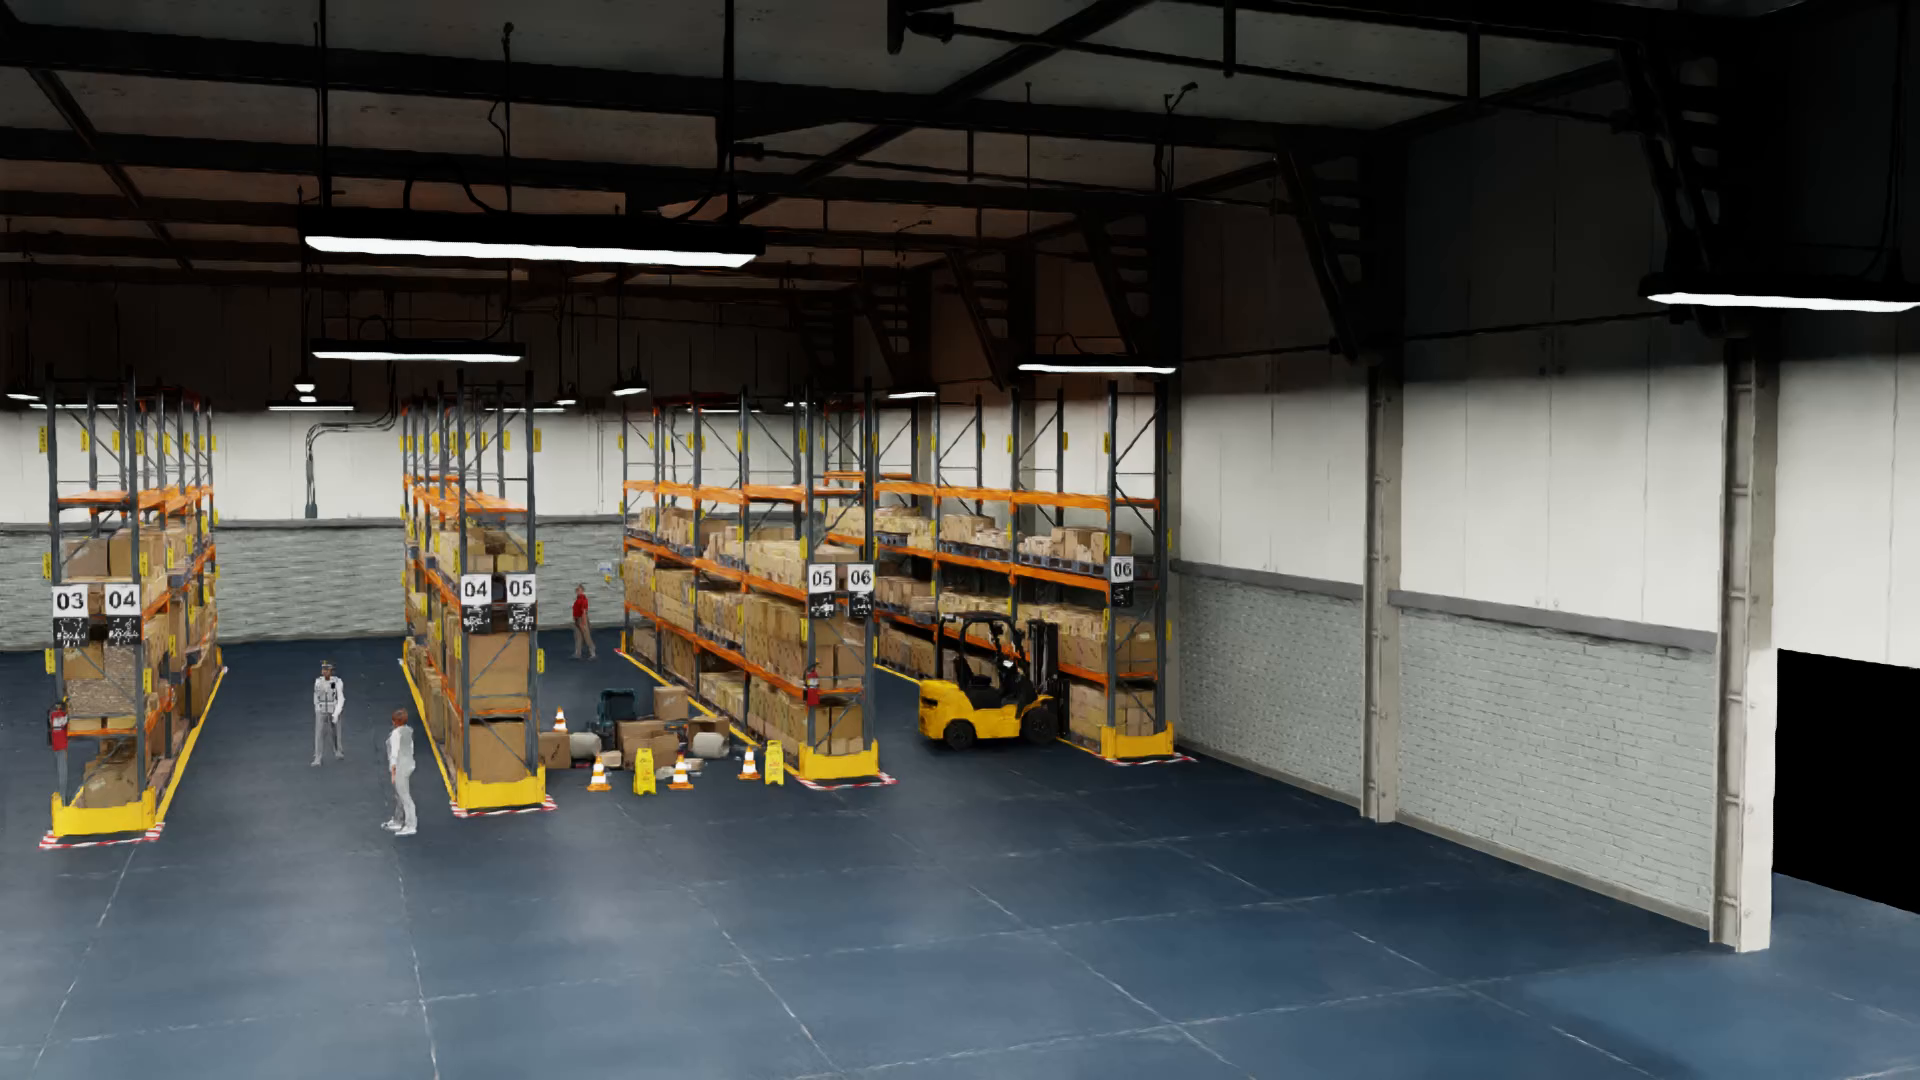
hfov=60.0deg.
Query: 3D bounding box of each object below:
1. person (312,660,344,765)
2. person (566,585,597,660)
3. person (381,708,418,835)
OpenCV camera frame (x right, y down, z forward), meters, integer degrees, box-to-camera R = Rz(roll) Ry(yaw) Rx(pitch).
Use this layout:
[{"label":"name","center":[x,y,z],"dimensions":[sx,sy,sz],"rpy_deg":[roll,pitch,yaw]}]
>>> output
[{"label":"person","center":[-9.834,2.658,25.921],"dimensions":[0.482,1.621,0.997],"rpy_deg":[-1,3,-12]},{"label":"person","center":[-8.752,1.896,38.413],"dimensions":[0.634,1.715,0.780],"rpy_deg":[-2,4,-26]},{"label":"person","center":[-7.215,2.945,21.381],"dimensions":[0.568,1.588,0.607],"rpy_deg":[0,3,5]}]
